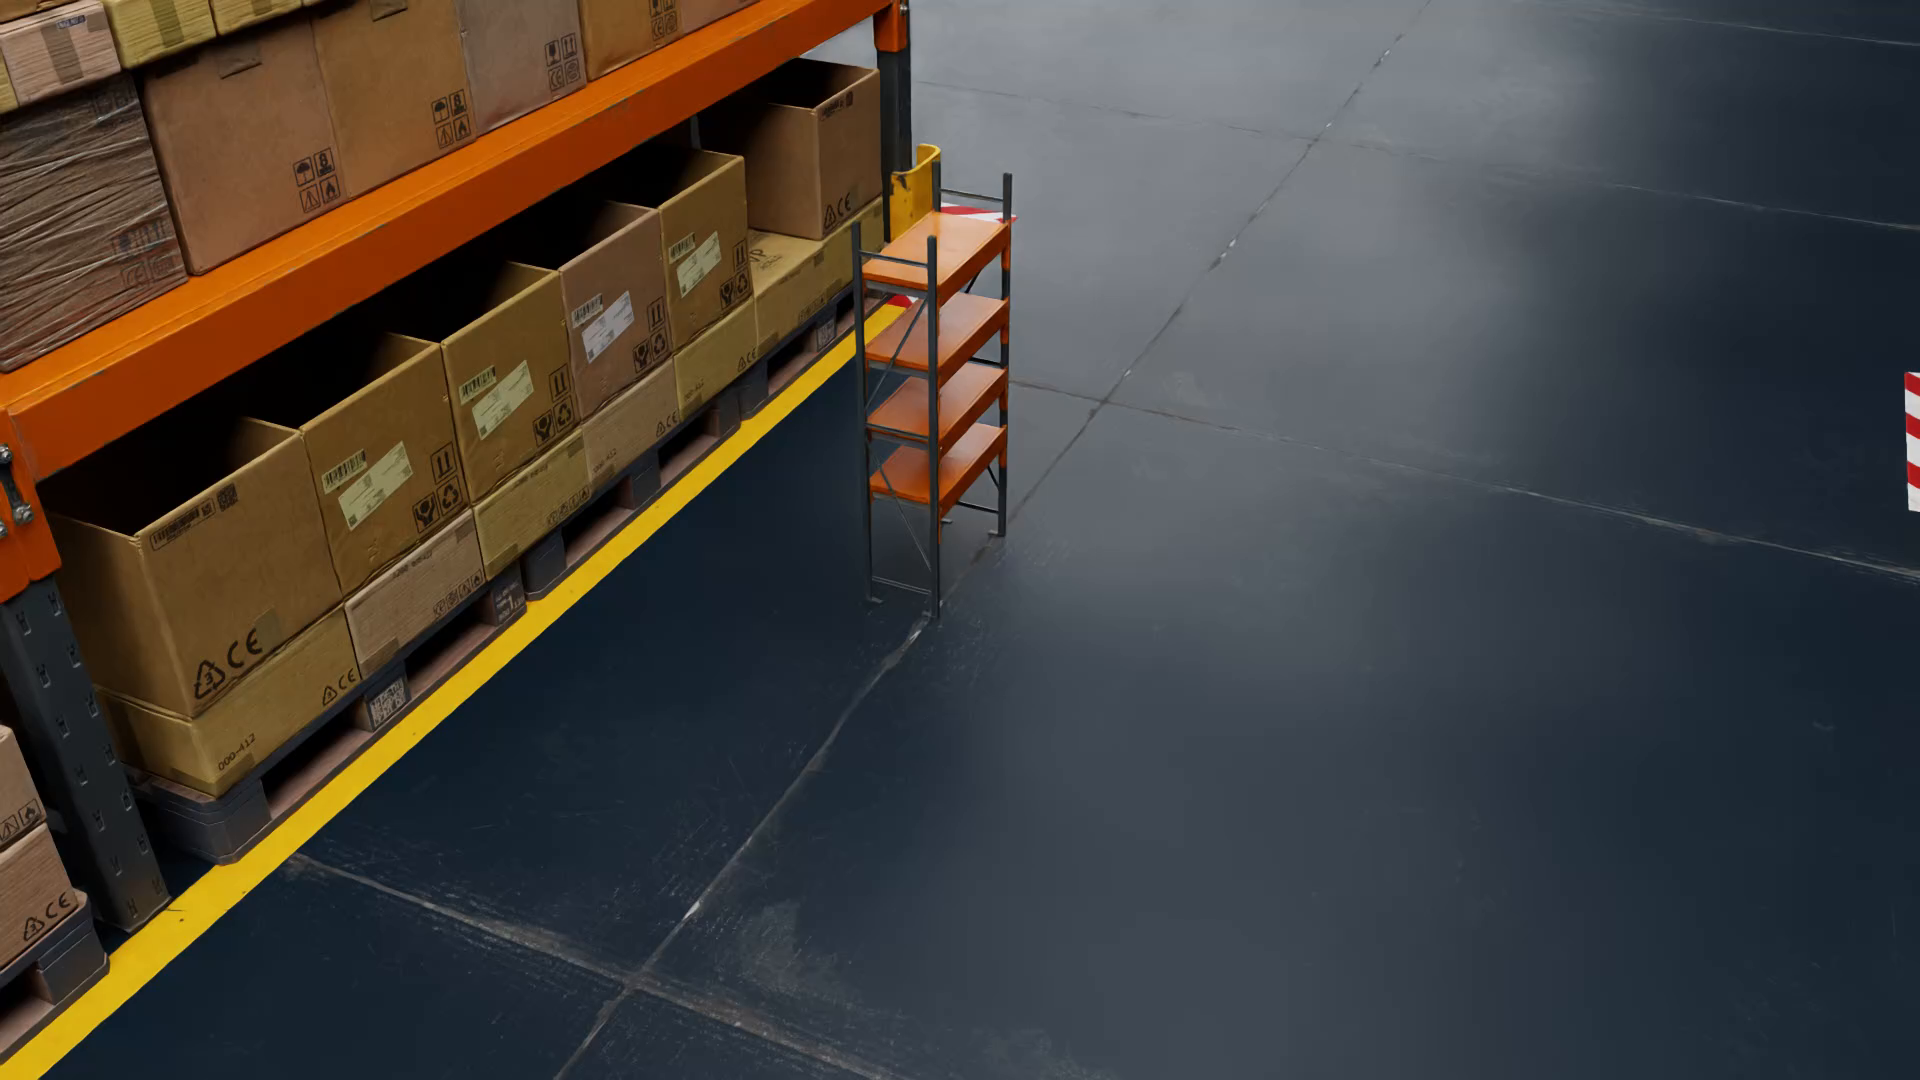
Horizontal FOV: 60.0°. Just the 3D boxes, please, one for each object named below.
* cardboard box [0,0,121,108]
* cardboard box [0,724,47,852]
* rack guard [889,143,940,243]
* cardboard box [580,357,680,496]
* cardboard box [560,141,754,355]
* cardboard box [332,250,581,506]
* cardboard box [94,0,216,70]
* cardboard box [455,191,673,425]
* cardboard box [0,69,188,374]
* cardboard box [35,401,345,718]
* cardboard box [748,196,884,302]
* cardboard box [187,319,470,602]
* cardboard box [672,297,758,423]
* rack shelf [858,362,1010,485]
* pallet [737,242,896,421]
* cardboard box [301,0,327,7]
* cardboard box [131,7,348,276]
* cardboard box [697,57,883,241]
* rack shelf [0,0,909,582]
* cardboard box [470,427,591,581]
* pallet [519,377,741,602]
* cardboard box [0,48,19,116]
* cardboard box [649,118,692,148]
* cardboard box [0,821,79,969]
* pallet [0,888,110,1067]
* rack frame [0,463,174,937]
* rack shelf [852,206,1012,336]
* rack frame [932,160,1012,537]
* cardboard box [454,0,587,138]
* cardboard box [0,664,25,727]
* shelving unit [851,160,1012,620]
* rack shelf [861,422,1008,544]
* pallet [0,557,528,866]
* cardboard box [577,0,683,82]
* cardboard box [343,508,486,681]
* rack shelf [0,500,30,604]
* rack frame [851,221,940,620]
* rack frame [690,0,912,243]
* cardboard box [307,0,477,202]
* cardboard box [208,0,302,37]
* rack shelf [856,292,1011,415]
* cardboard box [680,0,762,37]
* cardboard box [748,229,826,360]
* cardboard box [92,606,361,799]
[{"bbox_3d":[-1.952,-1.009,3.371,0.380,0.149,0.250,15,36,21],"label":"cardboard box"},{"bbox_3d":[-2.254,0.526,3.326,0.500,0.311,0.500,14,36,20],"label":"cardboard box"},{"bbox_3d":[-0.662,-1.440,6.991,1.175,0.500,0.348,14,36,20],"label":"rack guard"},{"bbox_3d":[-1.244,-0.415,5.272,0.500,0.250,0.500,14,36,20],"label":"cardboard box"},{"bbox_3d":[-1.031,-0.976,5.444,0.500,0.500,0.500,14,36,20],"label":"cardboard box"},{"bbox_3d":[-1.449,-0.478,4.684,0.500,0.500,0.500,14,36,20],"label":"cardboard box"},{"bbox_3d":[-1.846,-1.138,3.567,0.380,0.149,0.250,13,36,19],"label":"cardboard box"},{"bbox_3d":[-1.241,-0.728,5.065,0.500,0.500,0.500,14,36,20],"label":"cardboard box"},{"bbox_3d":[-2.165,-0.746,3.561,0.700,0.500,0.500,13,36,19],"label":"cardboard box"},{"bbox_3d":[-1.867,0.020,3.925,0.500,0.500,0.500,14,36,20],"label":"cardboard box"},{"bbox_3d":[-0.628,-1.165,6.415,0.500,0.250,0.500,14,36,20],"label":"cardboard box"},{"bbox_3d":[-1.665,-0.231,4.307,0.500,0.500,0.500,14,36,20],"label":"cardboard box"},{"bbox_3d":[-1.034,-0.663,5.651,0.500,0.250,0.500,14,36,20],"label":"cardboard box"},{"bbox_3d":[-0.069,-0.363,4.832,0.258,0.148,0.480,14,36,20],"label":"rack shelf"},{"bbox_3d":[-0.954,-0.917,6.456,1.003,0.211,1.213,14,36,20],"label":"pallet"},{"bbox_3d":[-1.631,-1.393,3.956,0.380,0.149,0.250,13,35,19],"label":"cardboard box"},{"bbox_3d":[-1.951,-1.010,3.964,0.700,0.500,0.500,14,36,20],"label":"cardboard box"},{"bbox_3d":[-0.626,-1.478,6.209,0.500,0.500,0.500,14,36,20],"label":"cardboard box"},{"bbox_3d":[-1.509,-1.177,4.965,1.077,0.370,4.000,14,36,20],"label":"rack shelf"},{"bbox_3d":[-1.448,-0.164,4.890,0.500,0.250,0.500,14,36,20],"label":"cardboard box"},{"bbox_3d":[-1.465,-0.312,5.533,1.003,0.211,1.213,14,36,20],"label":"pallet"},{"bbox_3d":[-2.057,-0.884,3.180,0.380,0.149,0.250,14,36,20],"label":"cardboard box"},{"bbox_3d":[-1.306,-1.348,6.010,0.500,0.500,0.500,14,36,20],"label":"cardboard box"},{"bbox_3d":[-2.255,0.766,3.471,0.500,0.250,0.500,14,36,20],"label":"cardboard box"},{"bbox_3d":[-2.618,1.060,3.440,1.003,0.211,1.213,14,36,20],"label":"pallet"},{"bbox_3d":[-2.345,-0.482,3.249,1.000,3.000,0.127,14,36,20],"label":"rack frame"},{"bbox_3d":[-0.069,-0.748,4.580,0.258,0.148,0.480,14,36,20],"label":"rack shelf"},{"bbox_3d":[0.033,-0.541,4.981,0.240,1.200,0.015,14,36,20],"label":"rack frame"},{"bbox_3d":[-1.524,-1.514,4.733,0.700,0.500,0.500,15,36,22],"label":"cardboard box"},{"bbox_3d":[-2.350,0.212,4.316,0.500,0.250,0.500,14,36,20],"label":"cardboard box"},{"bbox_3d":[-0.069,-0.419,4.795,0.258,1.200,0.503,14,36,20],"label":"shelving unit"},{"bbox_3d":[-0.069,-0.197,4.941,0.258,0.148,0.480,14,36,20],"label":"rack shelf"},{"bbox_3d":[-1.974,0.298,4.603,1.003,0.211,1.213,14,36,20],"label":"pallet"},{"bbox_3d":[-1.307,-1.777,5.134,0.700,0.500,0.500,14,36,21],"label":"cardboard box"},{"bbox_3d":[-1.662,0.083,4.512,0.500,0.250,0.500,14,36,20],"label":"cardboard box"},{"bbox_3d":[-3.182,0.815,1.927,1.077,0.370,4.000,14,36,20],"label":"rack shelf"},{"bbox_3d":[-0.171,-0.298,4.610,0.240,1.200,0.015,14,36,20],"label":"rack frame"},{"bbox_3d":[-0.672,-2.474,6.287,1.000,3.000,0.127,14,36,20],"label":"rack frame"},{"bbox_3d":[-1.737,-1.259,4.343,0.700,0.500,0.500,15,36,21],"label":"cardboard box"},{"bbox_3d":[-1.737,-1.269,3.767,0.380,0.149,0.250,14,36,20],"label":"cardboard box"},{"bbox_3d":[-0.069,-0.550,4.710,0.258,0.148,0.480,14,36,20],"label":"rack shelf"},{"bbox_3d":[-1.094,-2.023,5.509,0.700,0.500,0.500,15,36,22],"label":"cardboard box"},{"bbox_3d":[-0.826,-0.913,6.031,0.500,0.250,0.500,14,36,20],"label":"cardboard box"},{"bbox_3d":[-1.876,0.331,4.134,0.500,0.250,0.500,14,36,20],"label":"cardboard box"}]
